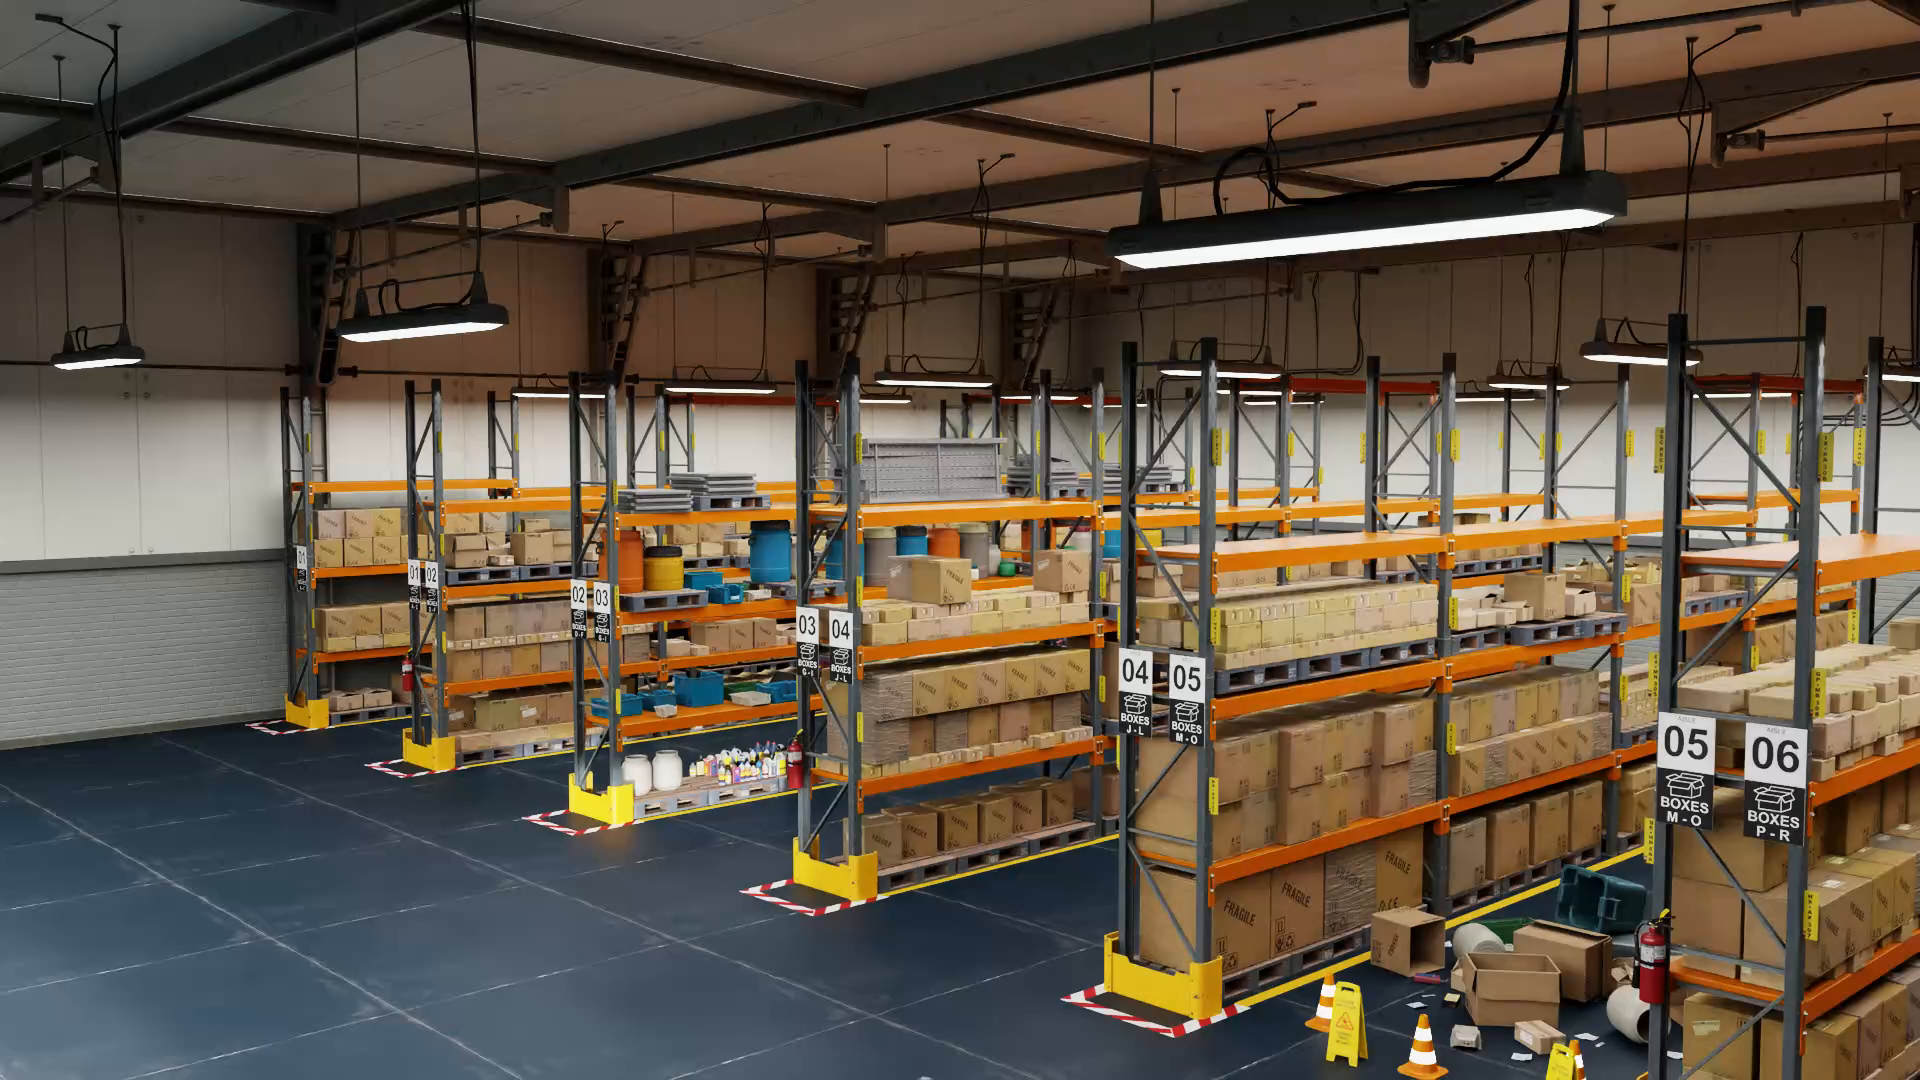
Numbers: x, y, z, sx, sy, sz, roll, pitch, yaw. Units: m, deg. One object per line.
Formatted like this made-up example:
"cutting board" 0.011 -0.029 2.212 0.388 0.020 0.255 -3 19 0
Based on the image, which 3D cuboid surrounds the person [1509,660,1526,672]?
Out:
"person" 8.759 2.667 26.030 0.665 1.698 0.733 3 5 38
